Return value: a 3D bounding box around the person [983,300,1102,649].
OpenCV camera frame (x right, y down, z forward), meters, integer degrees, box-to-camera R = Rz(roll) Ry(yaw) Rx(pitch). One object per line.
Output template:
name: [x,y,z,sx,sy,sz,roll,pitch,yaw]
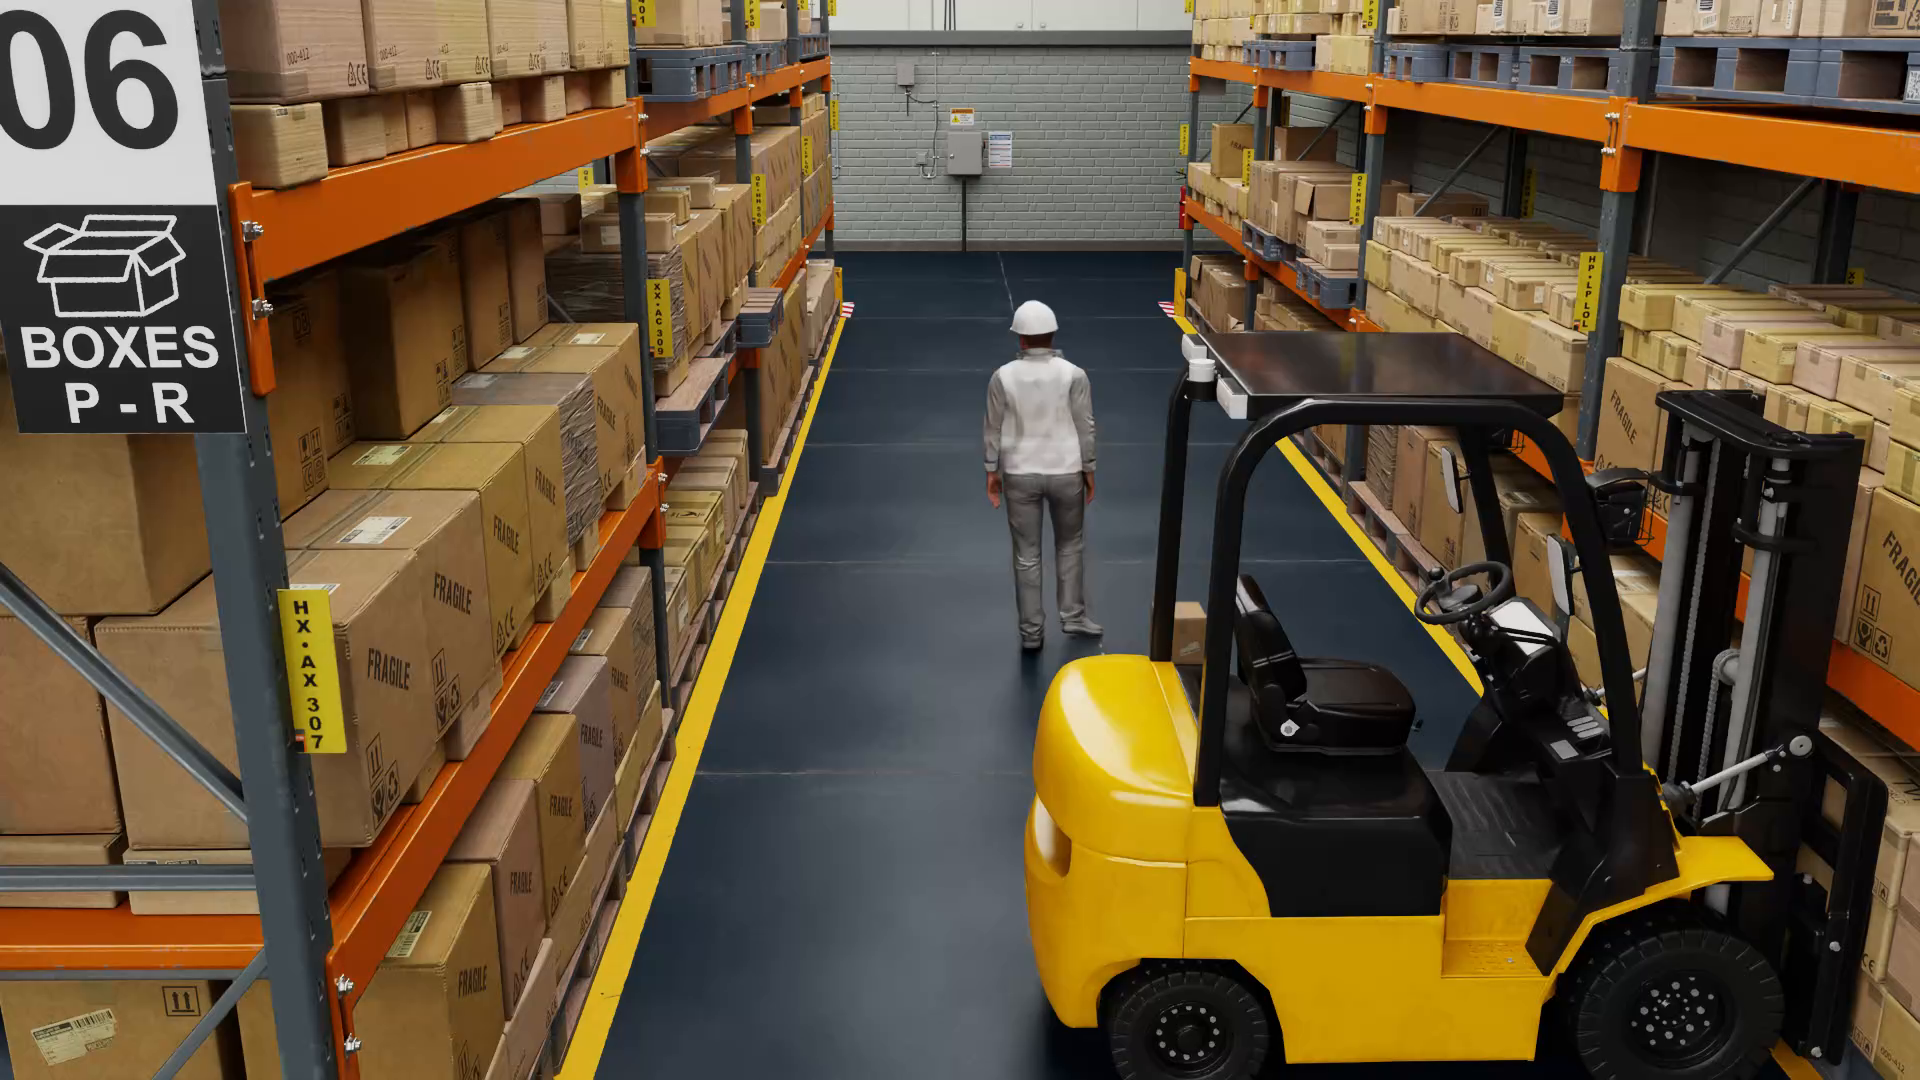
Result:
person: [0.436,-0.309,8.555,0.644,1.817,0.520,1,17,2]
